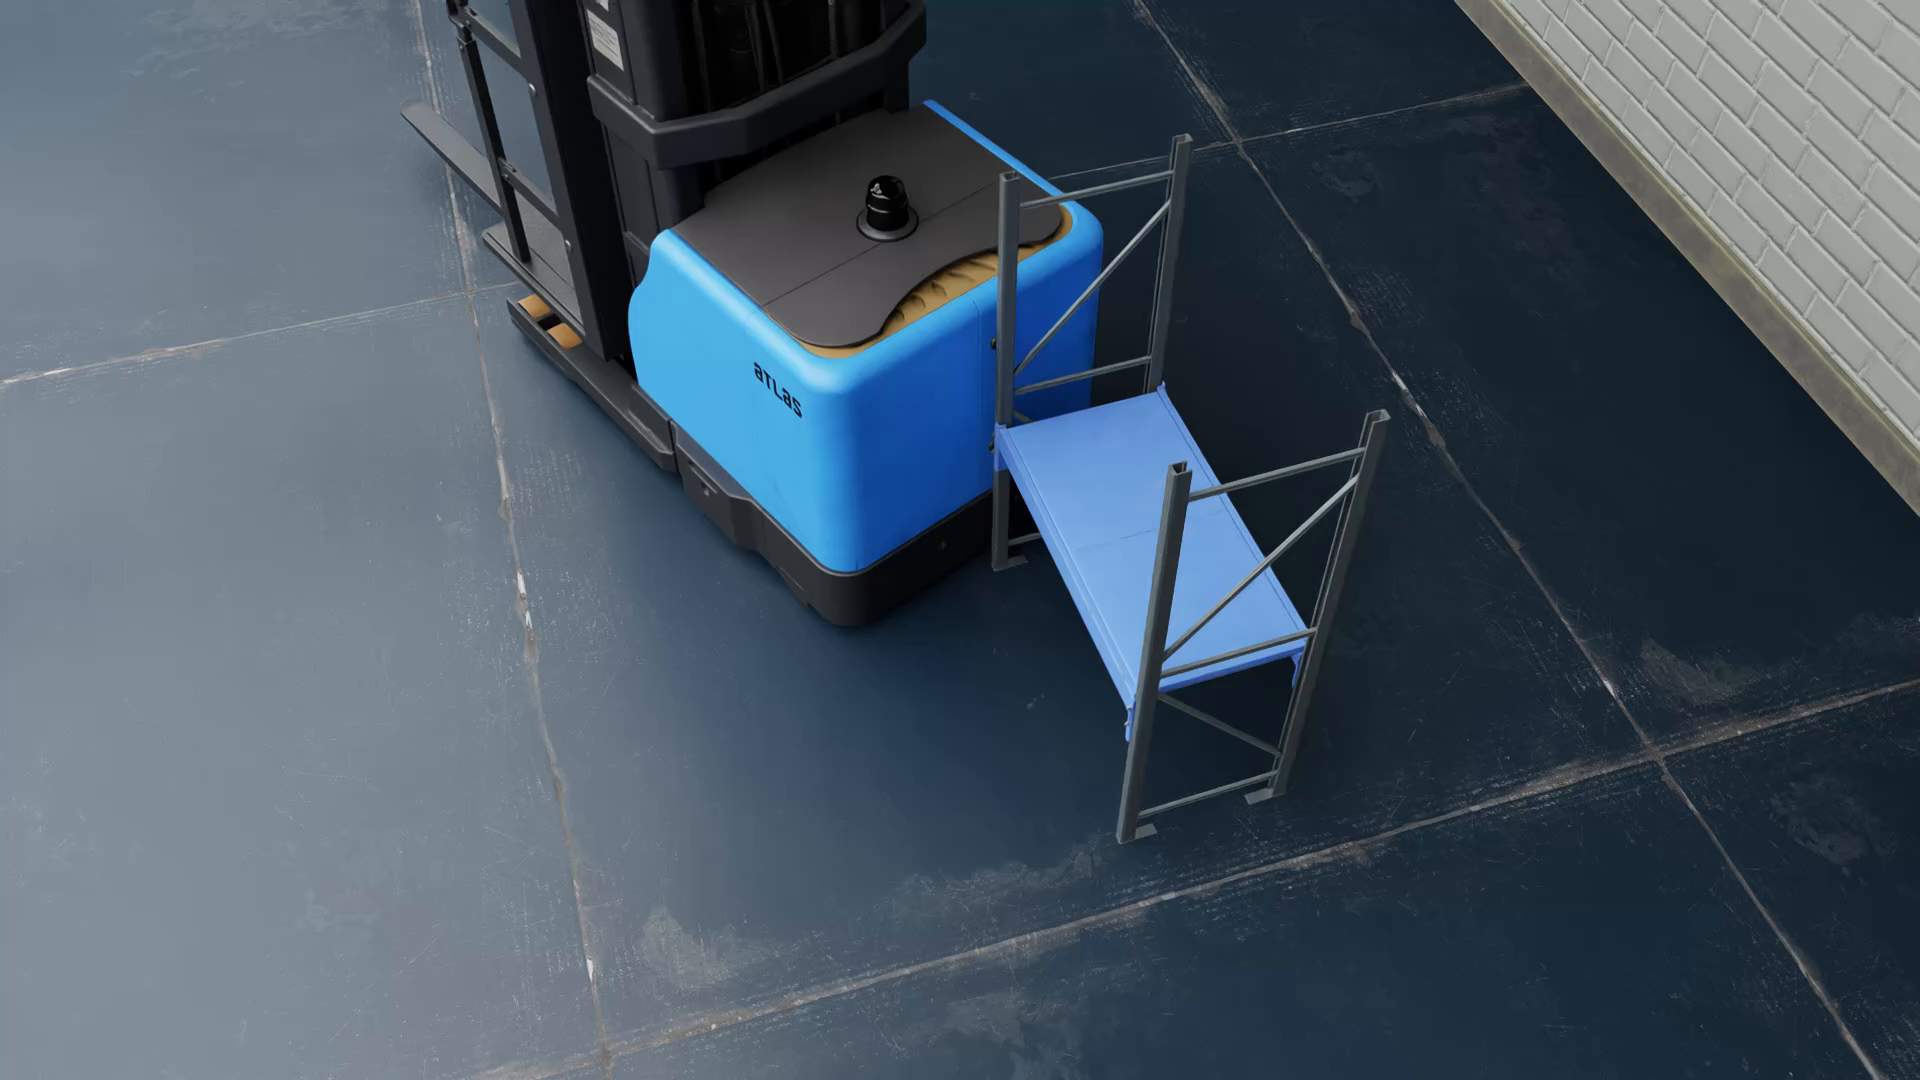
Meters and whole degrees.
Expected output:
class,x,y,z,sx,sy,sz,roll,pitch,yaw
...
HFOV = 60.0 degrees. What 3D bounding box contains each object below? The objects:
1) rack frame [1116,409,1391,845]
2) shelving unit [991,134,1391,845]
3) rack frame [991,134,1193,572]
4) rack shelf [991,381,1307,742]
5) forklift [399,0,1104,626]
class,x,y,z,sx,sy,sz,roll,pitch,yaw
rack frame,0.669,0.278,4.034,0.500,1.500,0.032,-15,51,-12
shelving unit,0.503,-0.089,4.344,0.538,1.500,1.048,-15,51,-12
rack frame,0.338,-0.457,4.654,0.500,1.500,0.032,-15,51,-12
rack shelf,0.503,0.027,4.482,0.538,0.185,1.000,-15,51,-12
forklift,-0.918,-1.750,4.809,1.130,2.935,3.031,-33,57,-25
